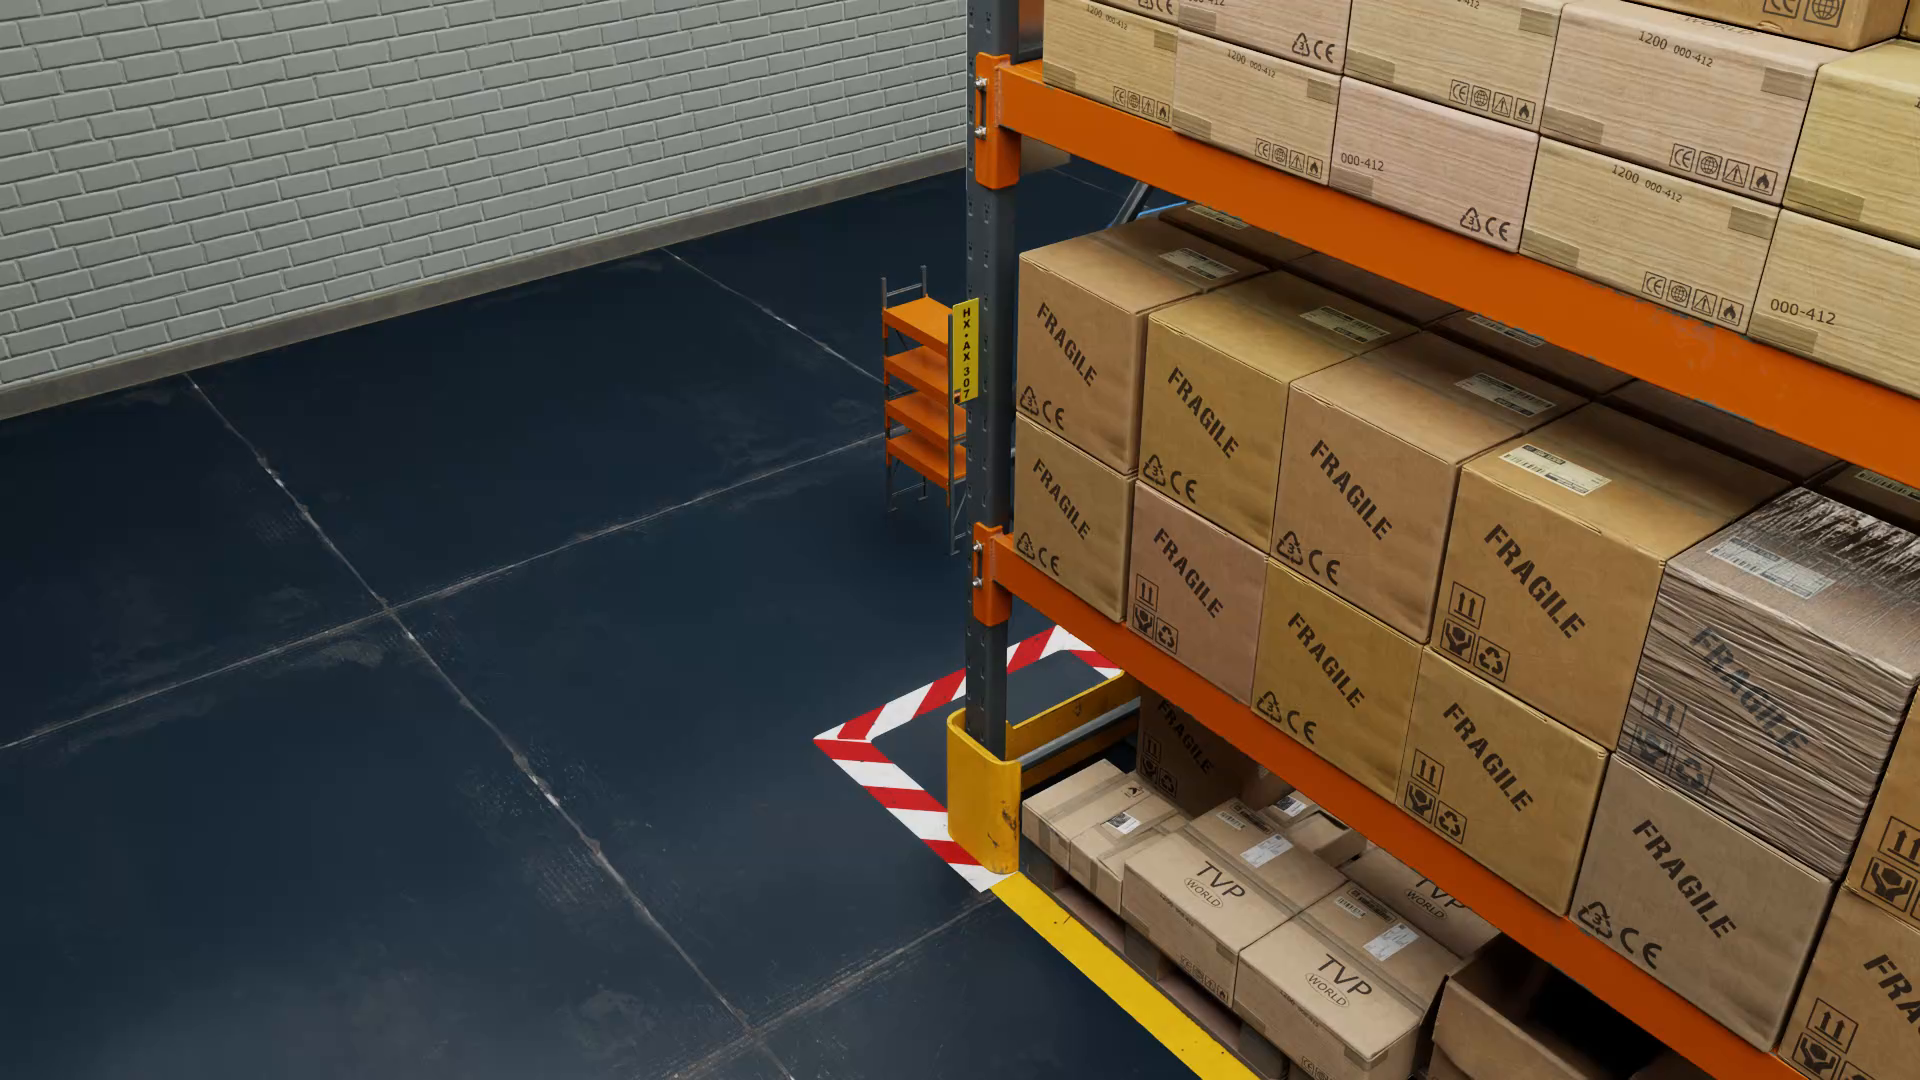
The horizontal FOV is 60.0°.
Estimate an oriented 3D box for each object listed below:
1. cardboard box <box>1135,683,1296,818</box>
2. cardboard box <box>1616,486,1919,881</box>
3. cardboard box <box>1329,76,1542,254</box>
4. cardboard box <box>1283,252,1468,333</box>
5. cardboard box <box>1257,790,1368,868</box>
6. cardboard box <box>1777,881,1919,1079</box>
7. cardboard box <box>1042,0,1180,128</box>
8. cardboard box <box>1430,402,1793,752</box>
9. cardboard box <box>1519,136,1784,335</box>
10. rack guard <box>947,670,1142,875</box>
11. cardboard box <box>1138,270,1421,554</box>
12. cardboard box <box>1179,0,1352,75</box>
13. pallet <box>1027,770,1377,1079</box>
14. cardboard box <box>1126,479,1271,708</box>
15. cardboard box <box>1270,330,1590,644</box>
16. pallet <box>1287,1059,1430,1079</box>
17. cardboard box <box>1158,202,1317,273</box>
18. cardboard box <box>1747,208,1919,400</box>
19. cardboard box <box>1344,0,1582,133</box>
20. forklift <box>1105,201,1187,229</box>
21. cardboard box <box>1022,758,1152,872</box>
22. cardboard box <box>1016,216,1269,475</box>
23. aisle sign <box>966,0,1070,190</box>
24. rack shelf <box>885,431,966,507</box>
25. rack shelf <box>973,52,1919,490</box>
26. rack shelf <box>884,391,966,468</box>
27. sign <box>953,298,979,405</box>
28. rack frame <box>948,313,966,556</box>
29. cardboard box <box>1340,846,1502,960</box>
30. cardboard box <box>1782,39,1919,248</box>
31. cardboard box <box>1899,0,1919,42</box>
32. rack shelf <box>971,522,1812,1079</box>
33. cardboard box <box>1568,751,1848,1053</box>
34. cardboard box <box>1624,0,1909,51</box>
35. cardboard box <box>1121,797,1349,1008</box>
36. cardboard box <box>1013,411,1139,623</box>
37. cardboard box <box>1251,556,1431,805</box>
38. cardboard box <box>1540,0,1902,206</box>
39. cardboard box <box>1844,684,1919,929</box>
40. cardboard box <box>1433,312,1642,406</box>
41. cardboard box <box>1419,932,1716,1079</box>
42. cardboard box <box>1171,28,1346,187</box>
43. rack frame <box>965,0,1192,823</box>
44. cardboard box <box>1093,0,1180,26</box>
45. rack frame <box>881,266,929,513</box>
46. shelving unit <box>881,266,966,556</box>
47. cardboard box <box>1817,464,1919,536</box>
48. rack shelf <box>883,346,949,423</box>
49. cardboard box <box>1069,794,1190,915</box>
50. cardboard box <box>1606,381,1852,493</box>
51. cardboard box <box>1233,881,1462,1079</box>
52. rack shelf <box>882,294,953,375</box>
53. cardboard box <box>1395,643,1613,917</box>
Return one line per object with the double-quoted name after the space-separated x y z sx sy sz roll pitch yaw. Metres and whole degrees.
0.977 0.648 5.816 0.500 0.500 0.500 -22 38 -31 "cardboard box"
1.762 0.276 3.419 0.500 0.500 0.500 -22 38 -31 "cardboard box"
1.167 -0.867 3.603 0.500 0.250 0.500 -22 38 -31 "cardboard box"
1.249 -0.534 4.724 0.500 0.500 0.500 -21 38 -30 "cardboard box"
1.154 0.988 5.585 0.380 0.166 0.250 -22 38 -31 "cardboard box"
2.075 0.911 3.345 0.500 0.500 0.500 -21 38 -30 "cardboard box"
0.563 -1.288 4.280 0.500 0.250 0.500 -22 38 -31 "cardboard box"
1.454 0.066 3.758 0.500 0.500 0.500 -23 38 -32 "cardboard box"
1.479 -0.661 3.271 0.500 0.250 0.500 -22 38 -31 "cardboard box"
0.495 0.720 6.117 1.175 0.500 0.348 -22 38 -31 "rack guard"
0.839 -0.355 4.437 0.500 0.500 0.500 -22 38 -31 "cardboard box"
0.859 -1.288 3.805 0.500 0.250 0.500 -22 38 -31 "cardboard box"
0.985 1.175 5.659 1.003 0.211 1.213 -22 38 -31 "pallet"
0.833 0.067 4.704 0.500 0.500 0.500 -23 38 -32 "cardboard box"
1.142 -0.145 4.098 0.500 0.500 0.500 -22 38 -31 "cardboard box"
1.729 1.683 4.841 1.003 0.211 1.213 -22 38 -31 "pallet"
0.939 -0.744 5.063 0.500 0.500 0.500 -23 38 -32 "cardboard box"
1.782 -0.451 2.933 0.500 0.250 0.500 -22 38 -31 "cardboard box"
1.171 -1.081 3.473 0.500 0.250 0.500 -22 38 -31 "cardboard box"
2.216 -2.134 8.409 3.031 2.935 1.130 -19 37 -28 "forklift"
0.434 0.936 5.685 0.380 0.149 0.250 -22 38 -31 "cardboard box"
0.512 -0.571 4.783 0.500 0.500 0.500 -21 38 -30 "cardboard box"
0.175 -1.411 4.716 0.394 0.787 0.004 -22 38 -31 "aisle sign"
-0.102 -0.353 7.685 0.258 0.148 0.480 -22 38 -31 "rack shelf"
1.675 -0.509 3.565 1.077 0.370 4.000 -22 38 -31 "rack shelf"
-0.101 -0.522 7.580 0.258 0.148 0.480 -22 38 -31 "rack shelf"
0.020 -0.566 4.997 0.100 0.325 0.005 -22 38 -31 "sign"
0.048 -0.477 7.381 0.240 1.200 0.015 -22 38 -31 "rack frame"
1.535 1.160 5.228 0.500 0.250 0.500 -22 38 -31 "cardboard box"
1.780 -0.663 2.800 0.500 0.250 0.500 -22 38 -31 "cardboard box"
2.067 -1.099 2.791 0.700 0.500 0.500 -22 38 -31 "cardboard box"
1.675 0.765 4.356 1.077 0.370 4.000 -22 38 -31 "rack shelf"
1.758 0.698 3.689 0.500 0.500 0.500 -21 38 -30 "cardboard box"
1.640 -1.258 3.047 0.700 0.500 0.500 -22 38 -31 "cardboard box"
0.865 1.134 5.270 0.500 0.250 0.500 -22 38 -31 "cardboard box"
0.512 -0.146 5.047 0.500 0.500 0.500 -21 38 -30 "cardboard box"
1.138 0.278 4.365 0.500 0.500 0.500 -22 38 -32 "cardboard box"
1.474 -0.872 3.136 0.500 0.250 0.500 -22 38 -31 "cardboard box"
2.071 0.487 3.081 0.500 0.500 0.500 -23 39 -32 "cardboard box"
1.571 -0.320 4.379 0.500 0.500 0.500 -21 38 -30 "cardboard box"
1.745 1.386 4.625 0.797 0.503 0.637 -22 38 -31 "cardboard box"
0.859 -1.075 3.937 0.500 0.250 0.500 -22 38 -31 "cardboard box"
0.449 -0.374 5.509 1.000 3.000 0.127 -22 38 -31 "rack frame"
0.558 -1.498 4.145 0.500 0.250 0.500 -22 38 -31 "cardboard box"
-0.251 -0.680 7.708 0.240 1.200 0.015 -22 38 -31 "rack frame"
-0.101 -0.579 7.545 0.258 1.200 0.503 -22 38 -31 "shelving unit"
2.203 0.109 3.688 0.500 0.500 0.500 -24 39 -33 "cardboard box"
-0.101 -0.712 7.462 0.258 0.148 0.480 -22 38 -31 "rack shelf"
0.587 1.033 5.512 0.380 0.166 0.250 -22 38 -31 "cardboard box"
1.886 -0.105 4.034 0.500 0.500 0.500 -21 38 -30 "cardboard box"
1.171 1.343 4.934 0.500 0.250 0.500 -22 38 -31 "cardboard box"
-0.101 -0.913 7.337 0.258 0.148 0.480 -22 38 -31 "rack shelf"
1.444 0.486 4.029 0.500 0.500 0.500 -22 38 -31 "cardboard box"
